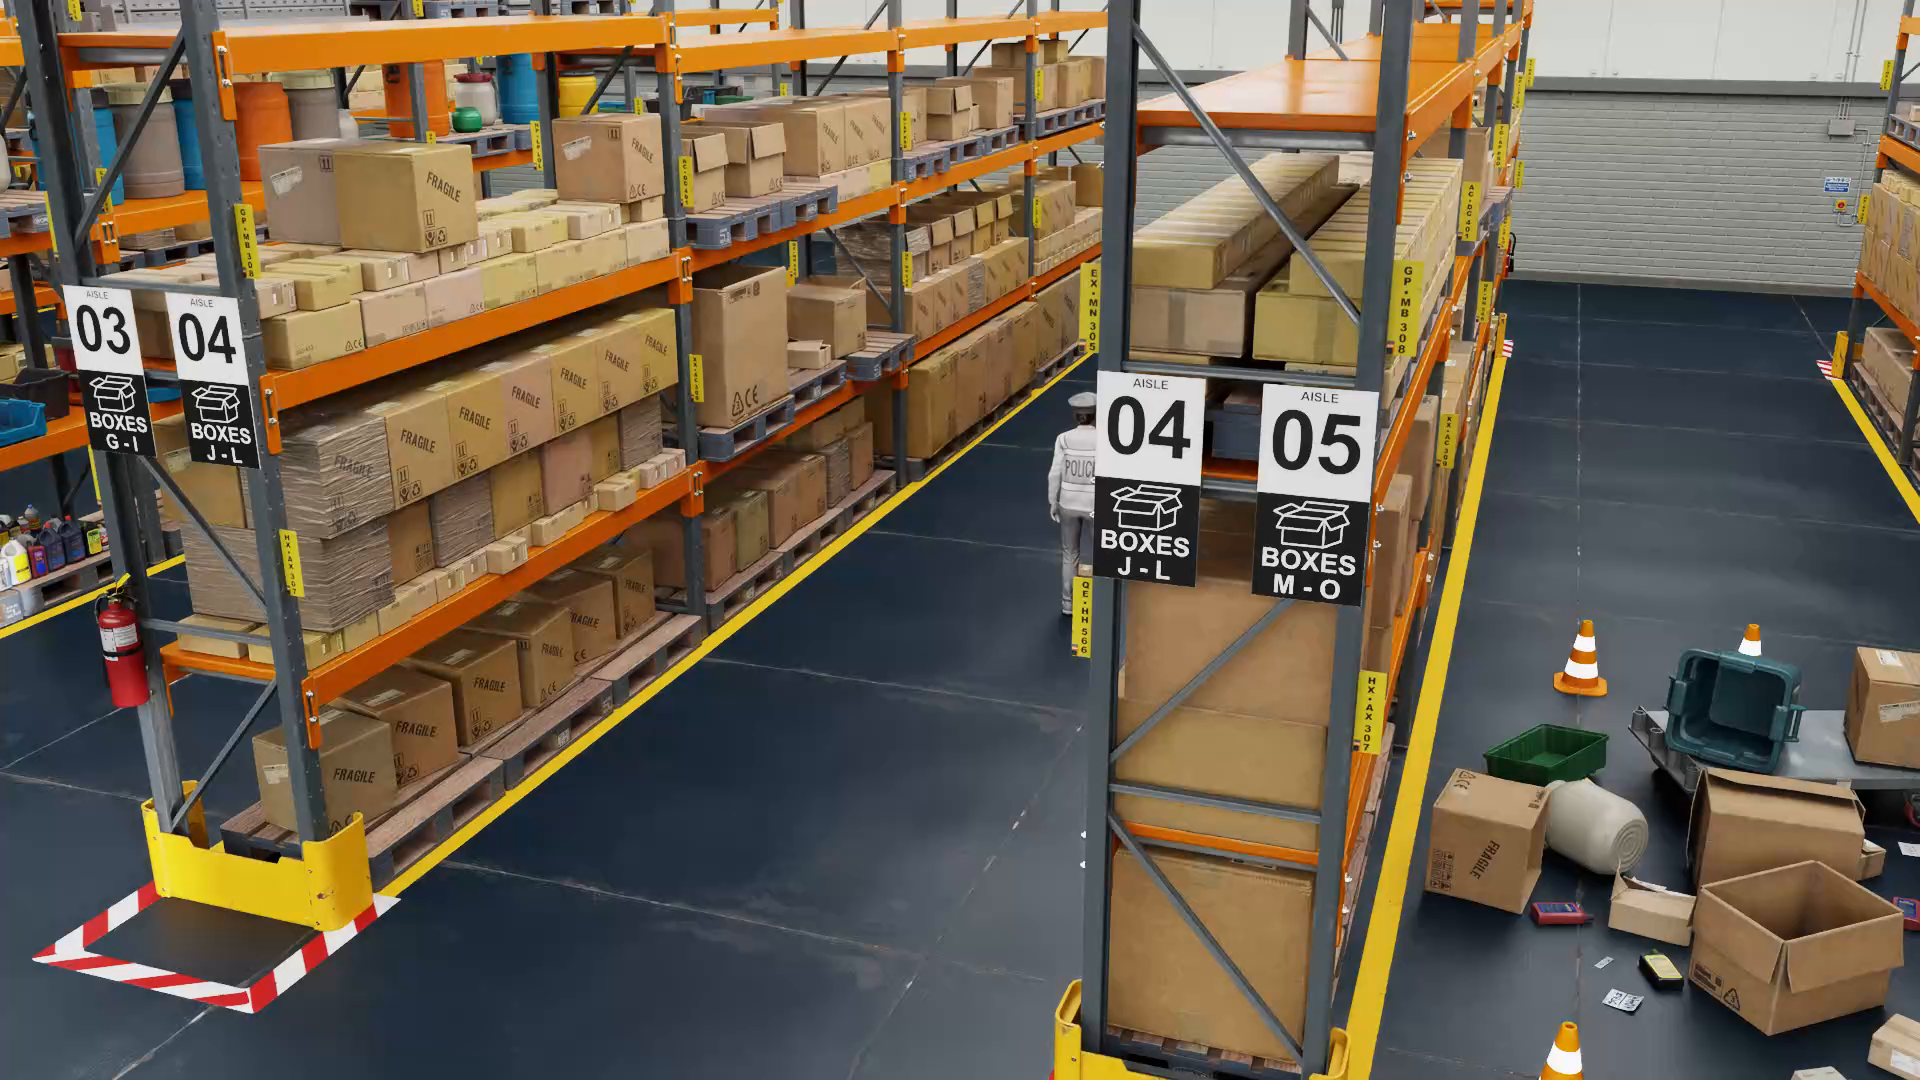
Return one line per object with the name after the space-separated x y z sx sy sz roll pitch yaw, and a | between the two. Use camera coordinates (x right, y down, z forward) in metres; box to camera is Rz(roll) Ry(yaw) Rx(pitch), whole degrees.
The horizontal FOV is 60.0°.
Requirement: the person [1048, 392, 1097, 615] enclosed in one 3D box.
0.920 -0.244 12.270 0.547 1.666 0.371 5 19 15 | person
